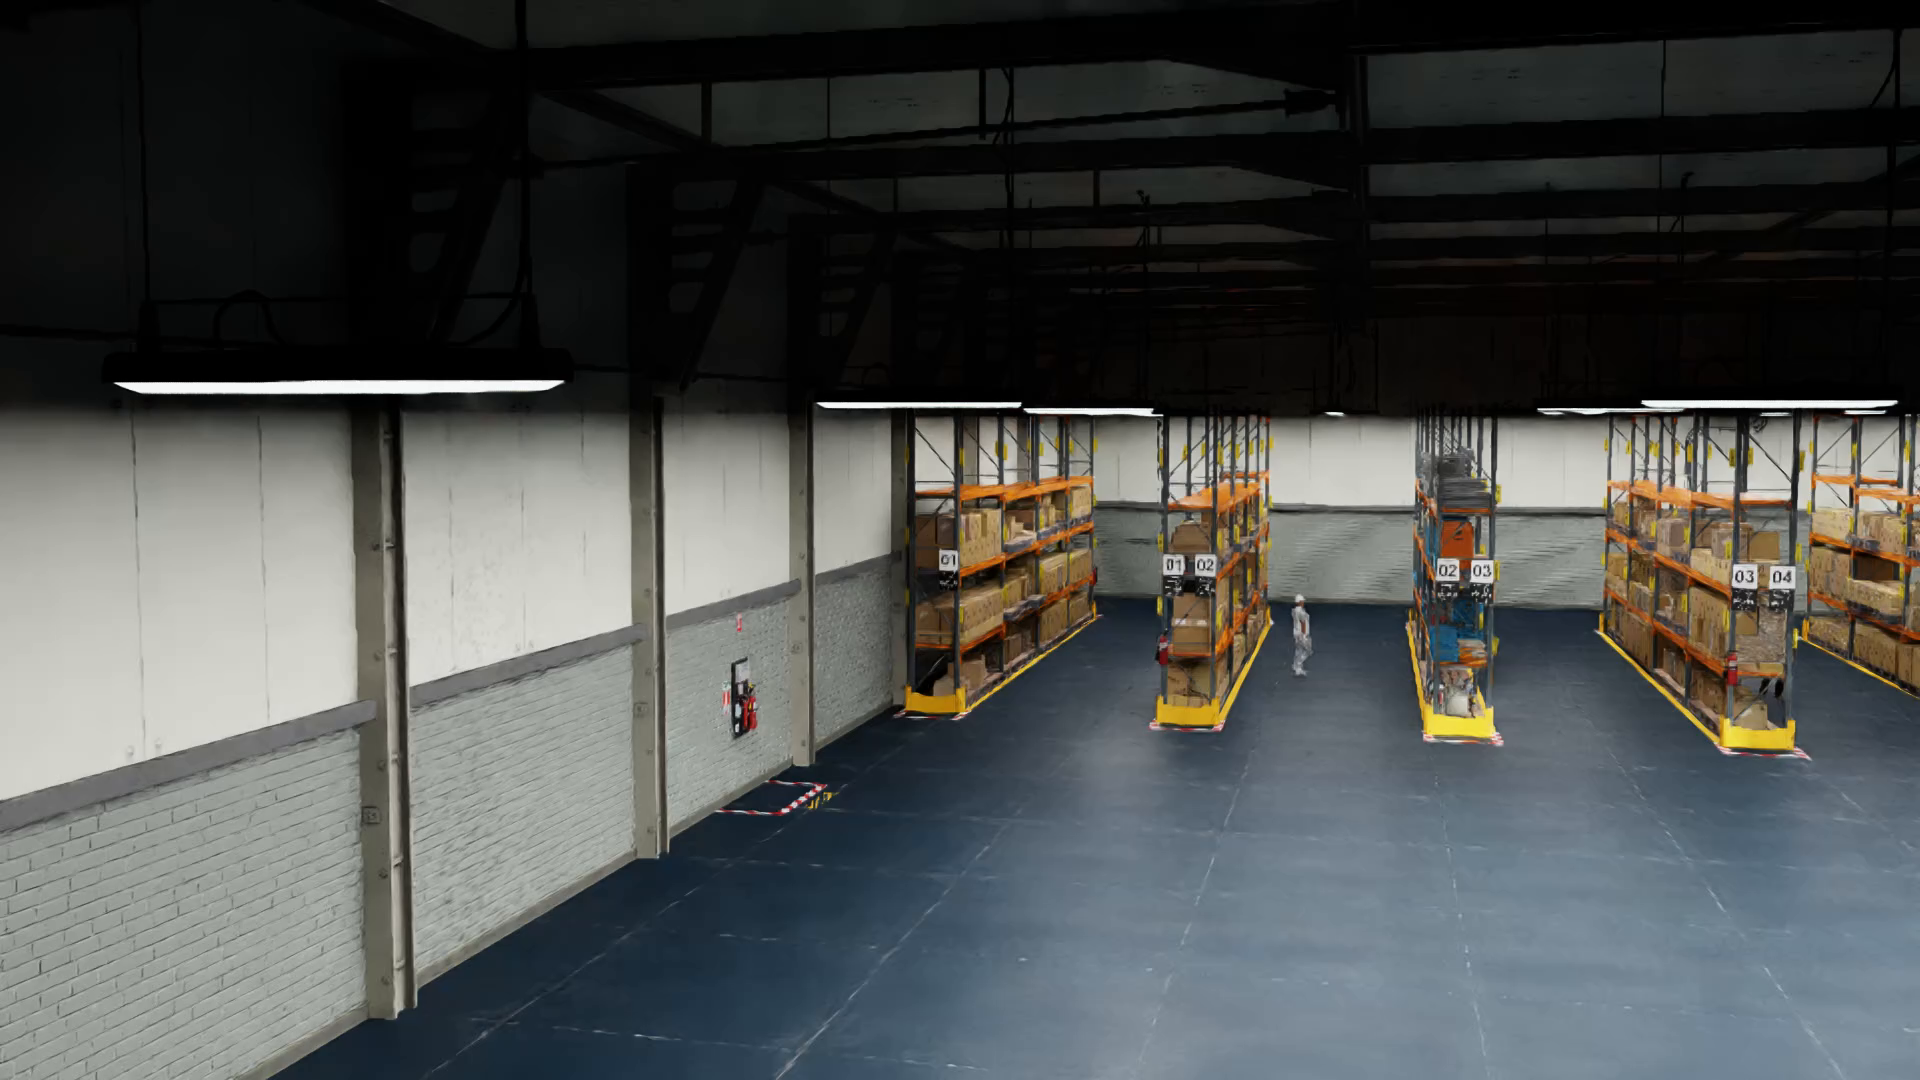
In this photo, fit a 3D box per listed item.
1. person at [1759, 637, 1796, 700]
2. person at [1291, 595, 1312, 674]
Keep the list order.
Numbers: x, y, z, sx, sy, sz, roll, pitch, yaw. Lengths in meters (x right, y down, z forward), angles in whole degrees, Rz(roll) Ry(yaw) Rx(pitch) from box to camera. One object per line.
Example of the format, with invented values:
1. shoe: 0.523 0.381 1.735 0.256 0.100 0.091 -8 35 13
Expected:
1. person: 16.594 2.405 33.838 0.729 1.721 0.546 1 4 12
2. person: 7.620 2.118 37.255 0.445 1.780 0.599 -1 4 -11
